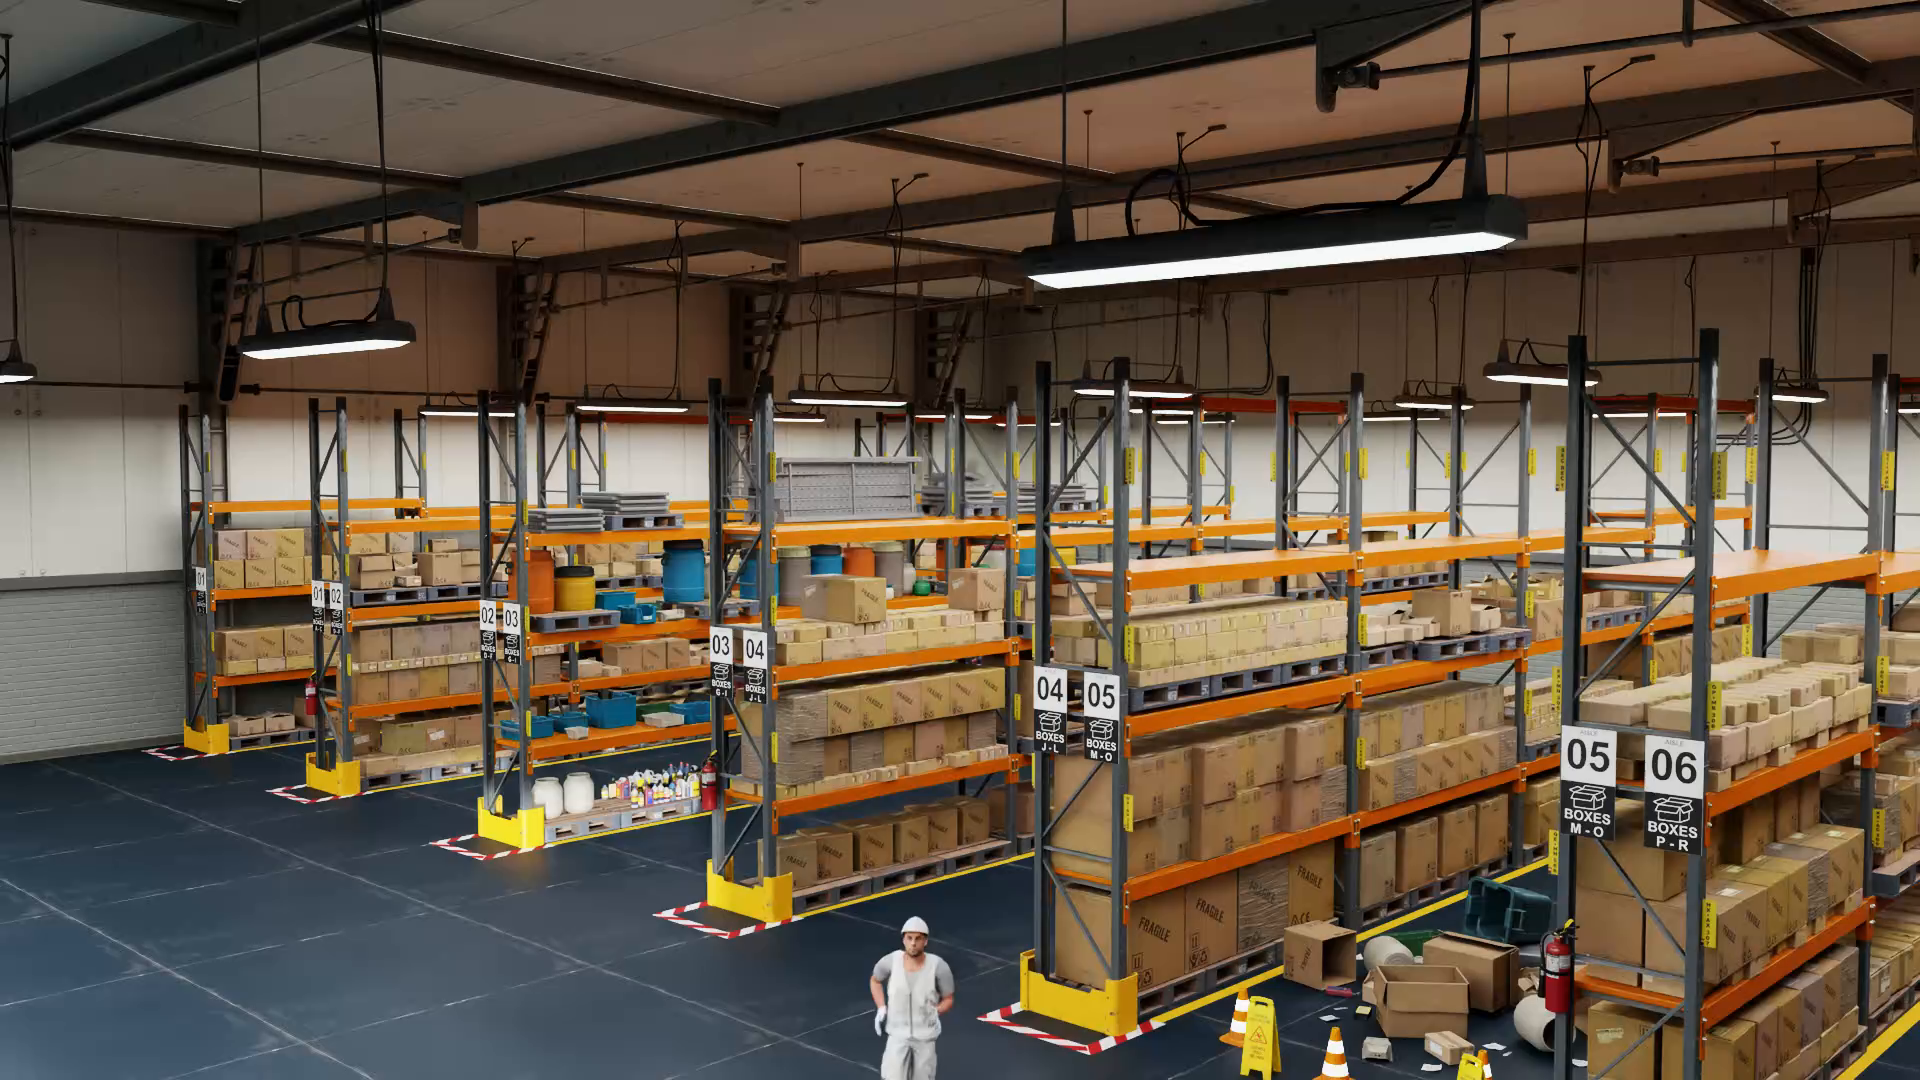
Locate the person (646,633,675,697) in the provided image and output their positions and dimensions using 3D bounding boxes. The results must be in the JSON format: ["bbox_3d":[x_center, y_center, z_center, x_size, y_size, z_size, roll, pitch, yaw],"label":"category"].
[{"bbox_3d":[-5.929,2.592,32.903,0.545,1.754,0.751,2,4,35],"label":"person"}]

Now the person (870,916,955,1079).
[{"bbox_3d":[-0.351,3.635,12.107,0.628,1.782,0.692,0,3,0],"label":"person"}]
